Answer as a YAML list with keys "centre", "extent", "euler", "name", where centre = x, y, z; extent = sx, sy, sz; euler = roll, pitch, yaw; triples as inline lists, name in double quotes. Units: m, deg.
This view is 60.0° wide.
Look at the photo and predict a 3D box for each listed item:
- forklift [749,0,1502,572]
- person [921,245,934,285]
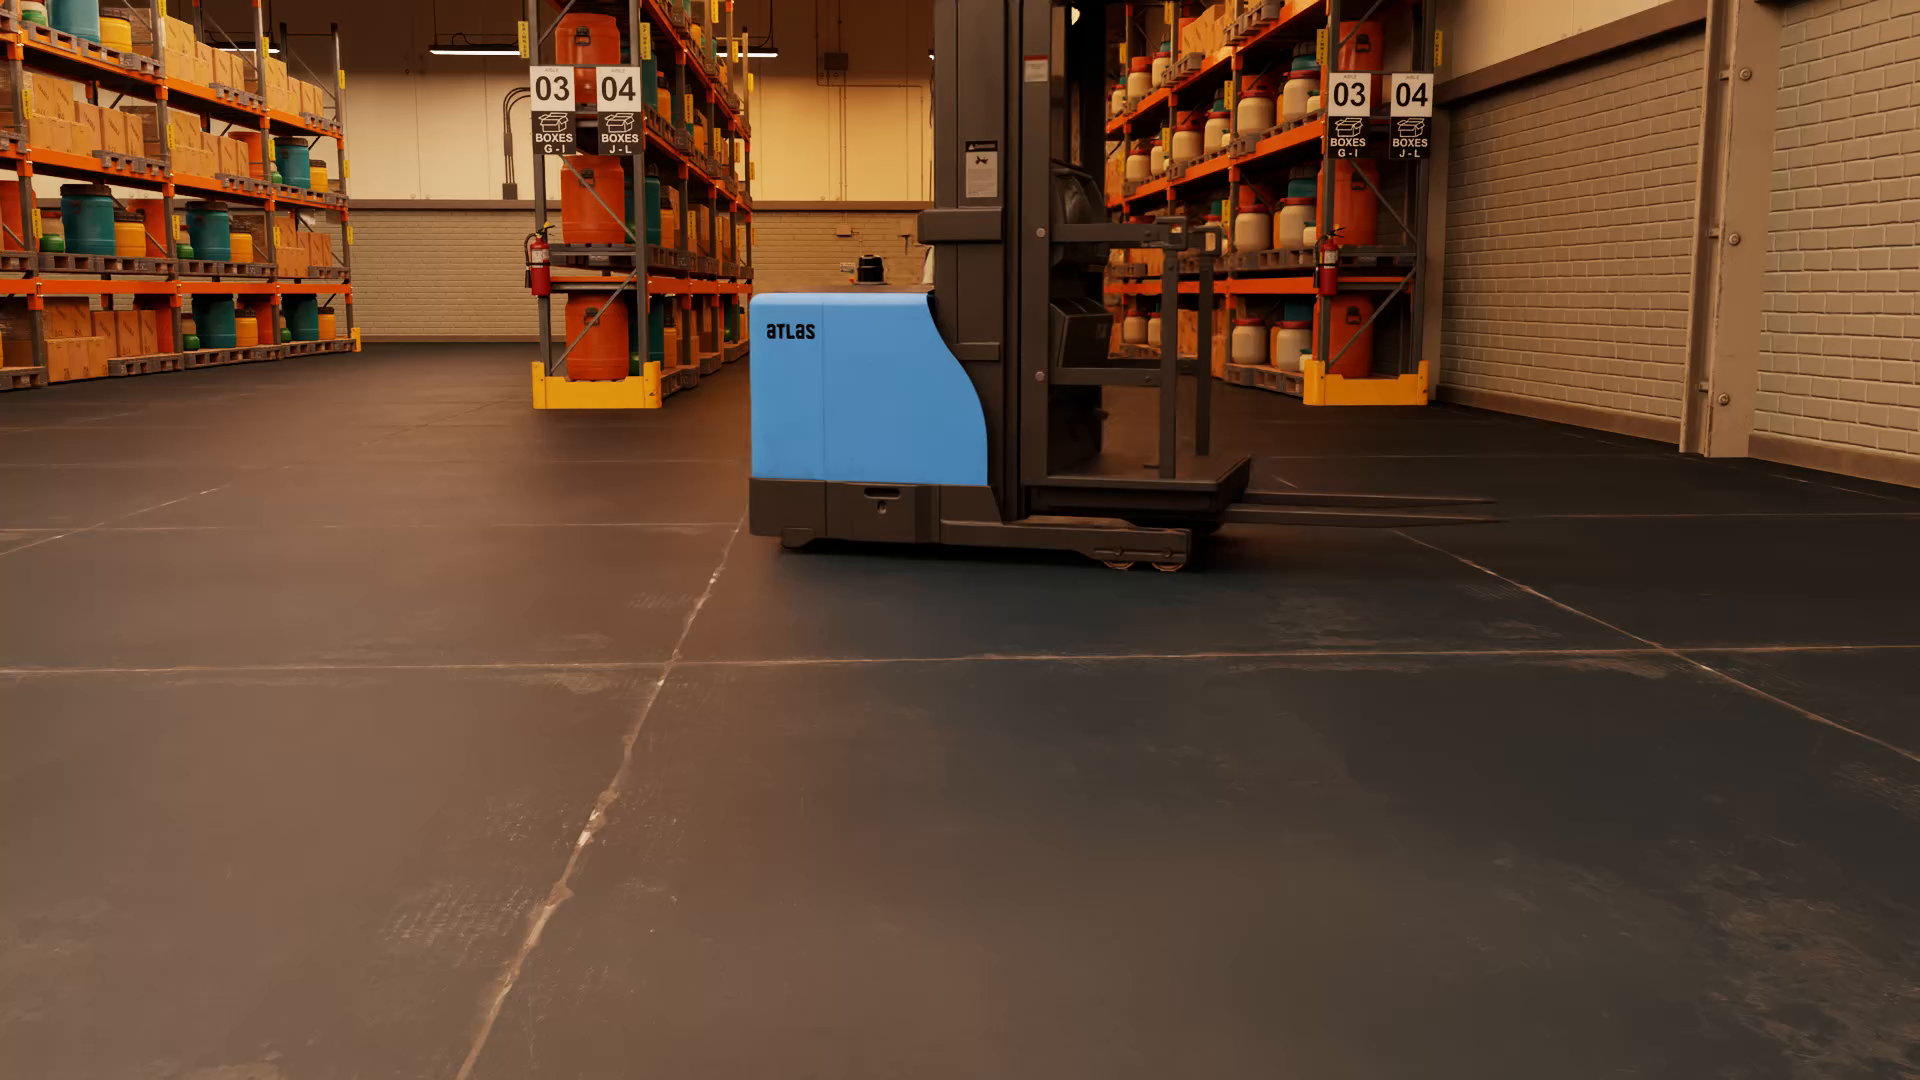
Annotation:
- centre: [0.686, -1.412, 6.838]
  extent: [3.031, 2.935, 1.130]
  euler: [2, 9, 16]
  name: "forklift"
- centre: [-0.029, -1.102, 9.408]
  extent: [0.449, 1.575, 0.612]
  euler: [0, 8, -3]
  name: "person"
